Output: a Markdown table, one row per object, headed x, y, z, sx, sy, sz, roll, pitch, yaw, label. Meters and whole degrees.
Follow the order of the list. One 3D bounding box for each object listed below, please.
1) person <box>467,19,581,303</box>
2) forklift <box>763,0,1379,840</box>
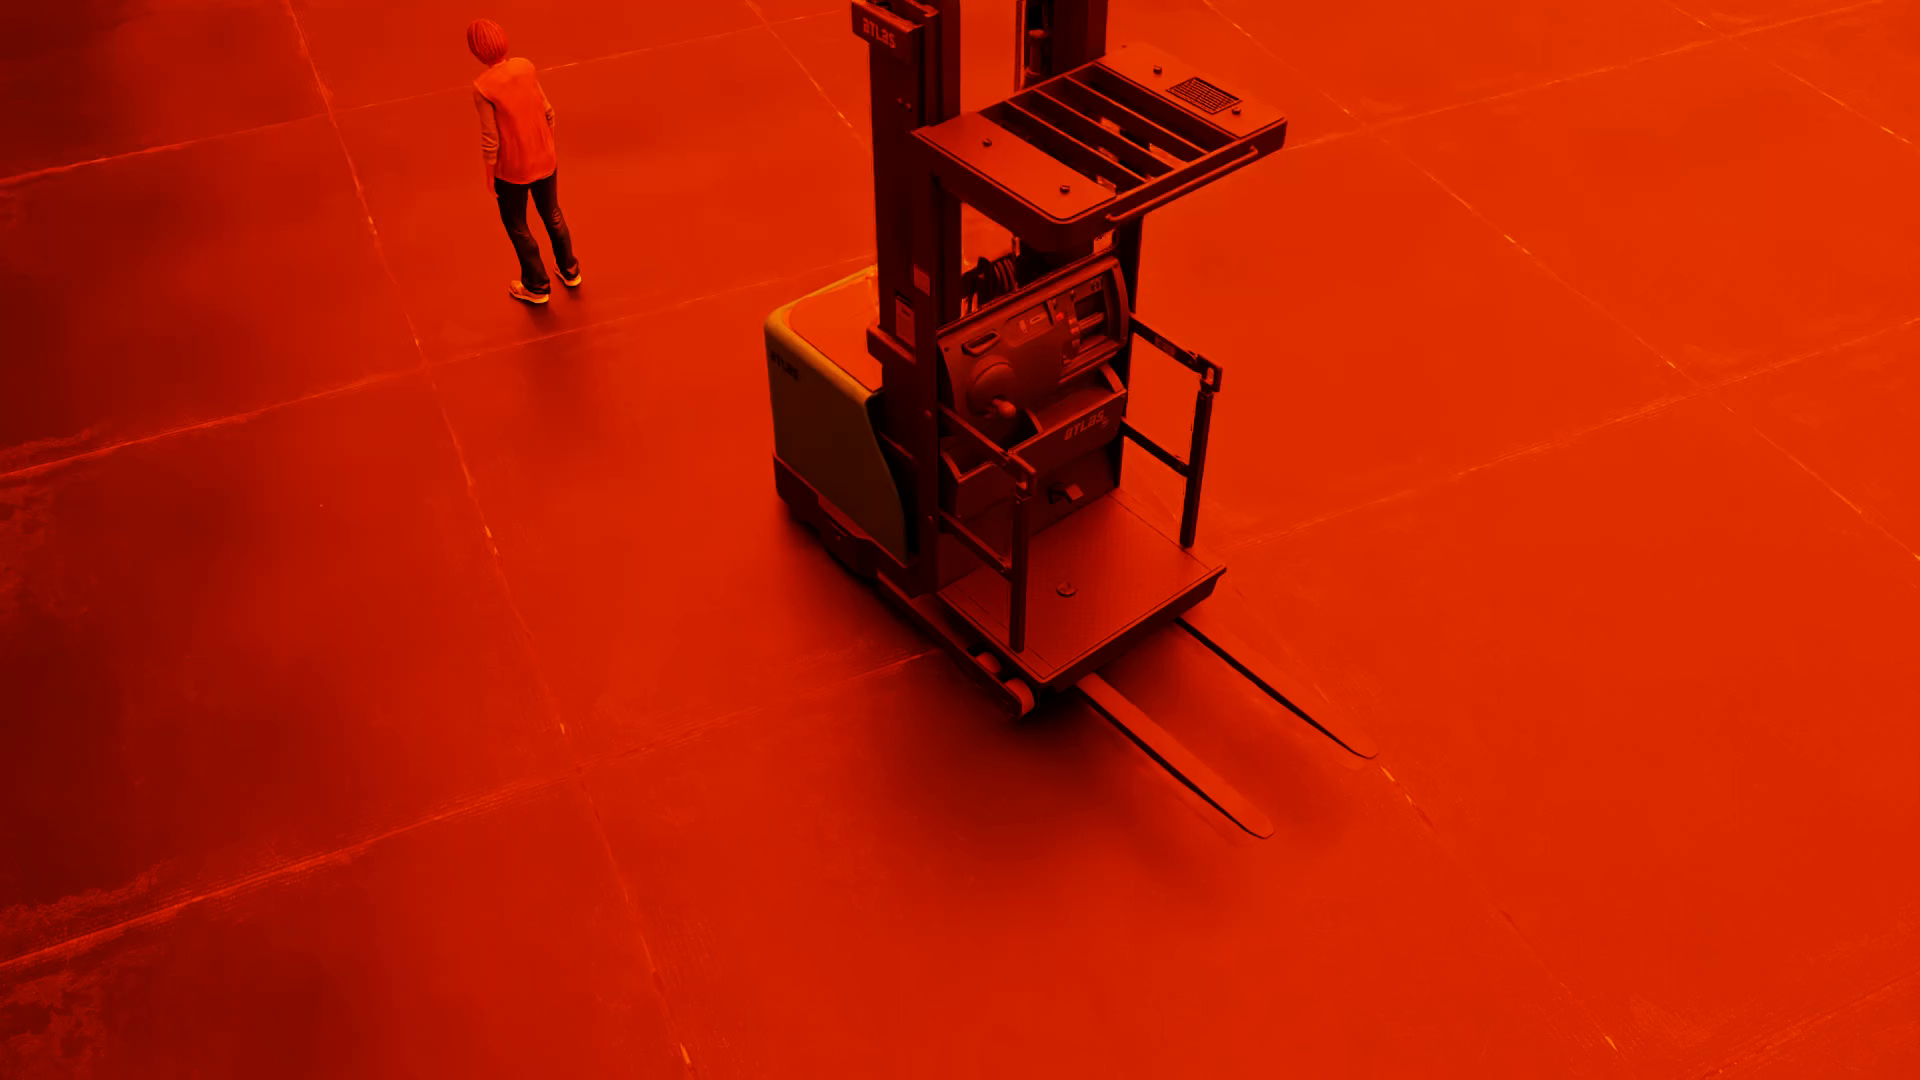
| x | y | z | sx | sy | sz | roll | pitch | yaw | label |
| --- | --- | --- | --- | --- | --- | --- | --- | --- | --- |
| -2.313 | -1.979 | 8.783 | 0.348 | 1.592 | 0.466 | 31 | 51 | 29 | person |
| 0.442 | -0.716 | 6.447 | 1.130 | 2.935 | 3.031 | -30 | 51 | -28 | forklift |
